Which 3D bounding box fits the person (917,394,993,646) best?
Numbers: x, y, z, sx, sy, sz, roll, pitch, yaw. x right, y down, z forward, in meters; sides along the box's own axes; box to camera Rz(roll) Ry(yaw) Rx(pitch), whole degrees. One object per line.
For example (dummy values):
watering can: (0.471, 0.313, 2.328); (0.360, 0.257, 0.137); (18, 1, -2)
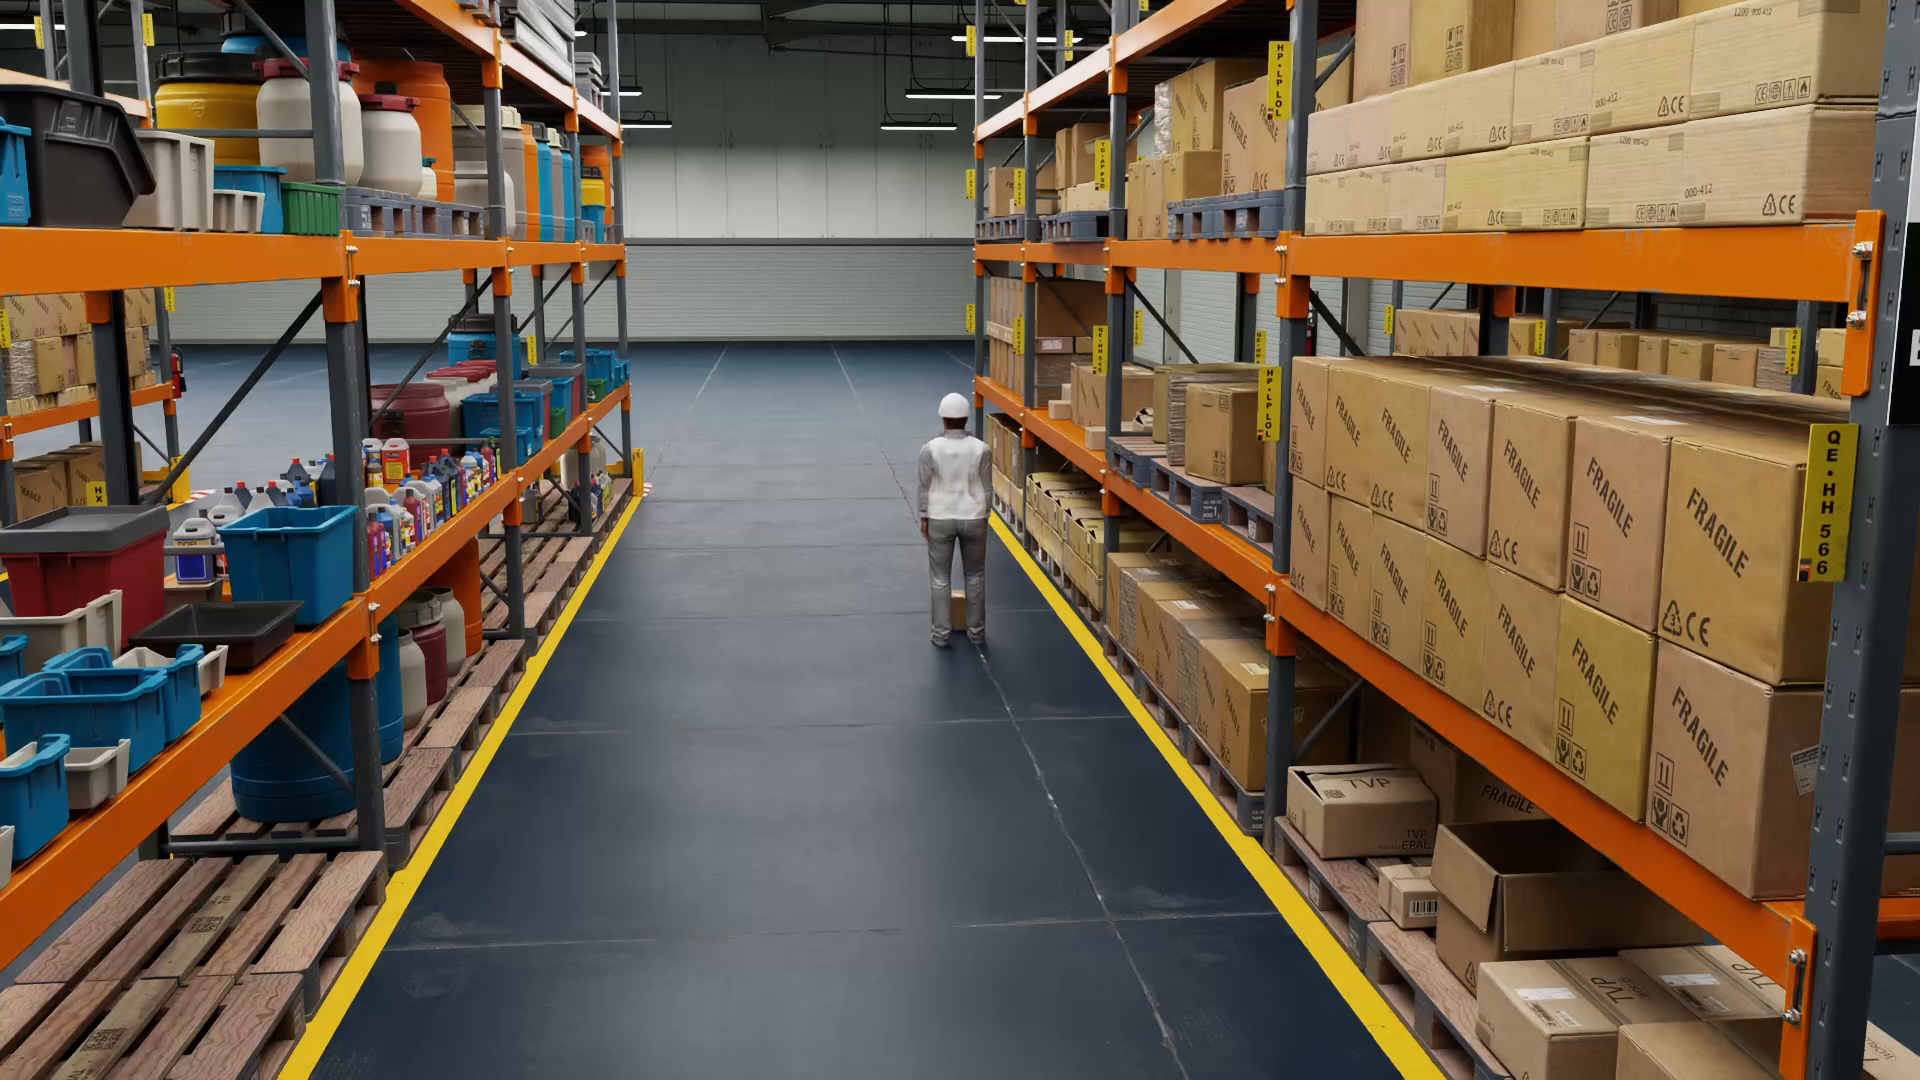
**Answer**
person: (-0.040, -0.144, 11.669); (0.532, 1.766, 0.359); (-1, 10, -4)
